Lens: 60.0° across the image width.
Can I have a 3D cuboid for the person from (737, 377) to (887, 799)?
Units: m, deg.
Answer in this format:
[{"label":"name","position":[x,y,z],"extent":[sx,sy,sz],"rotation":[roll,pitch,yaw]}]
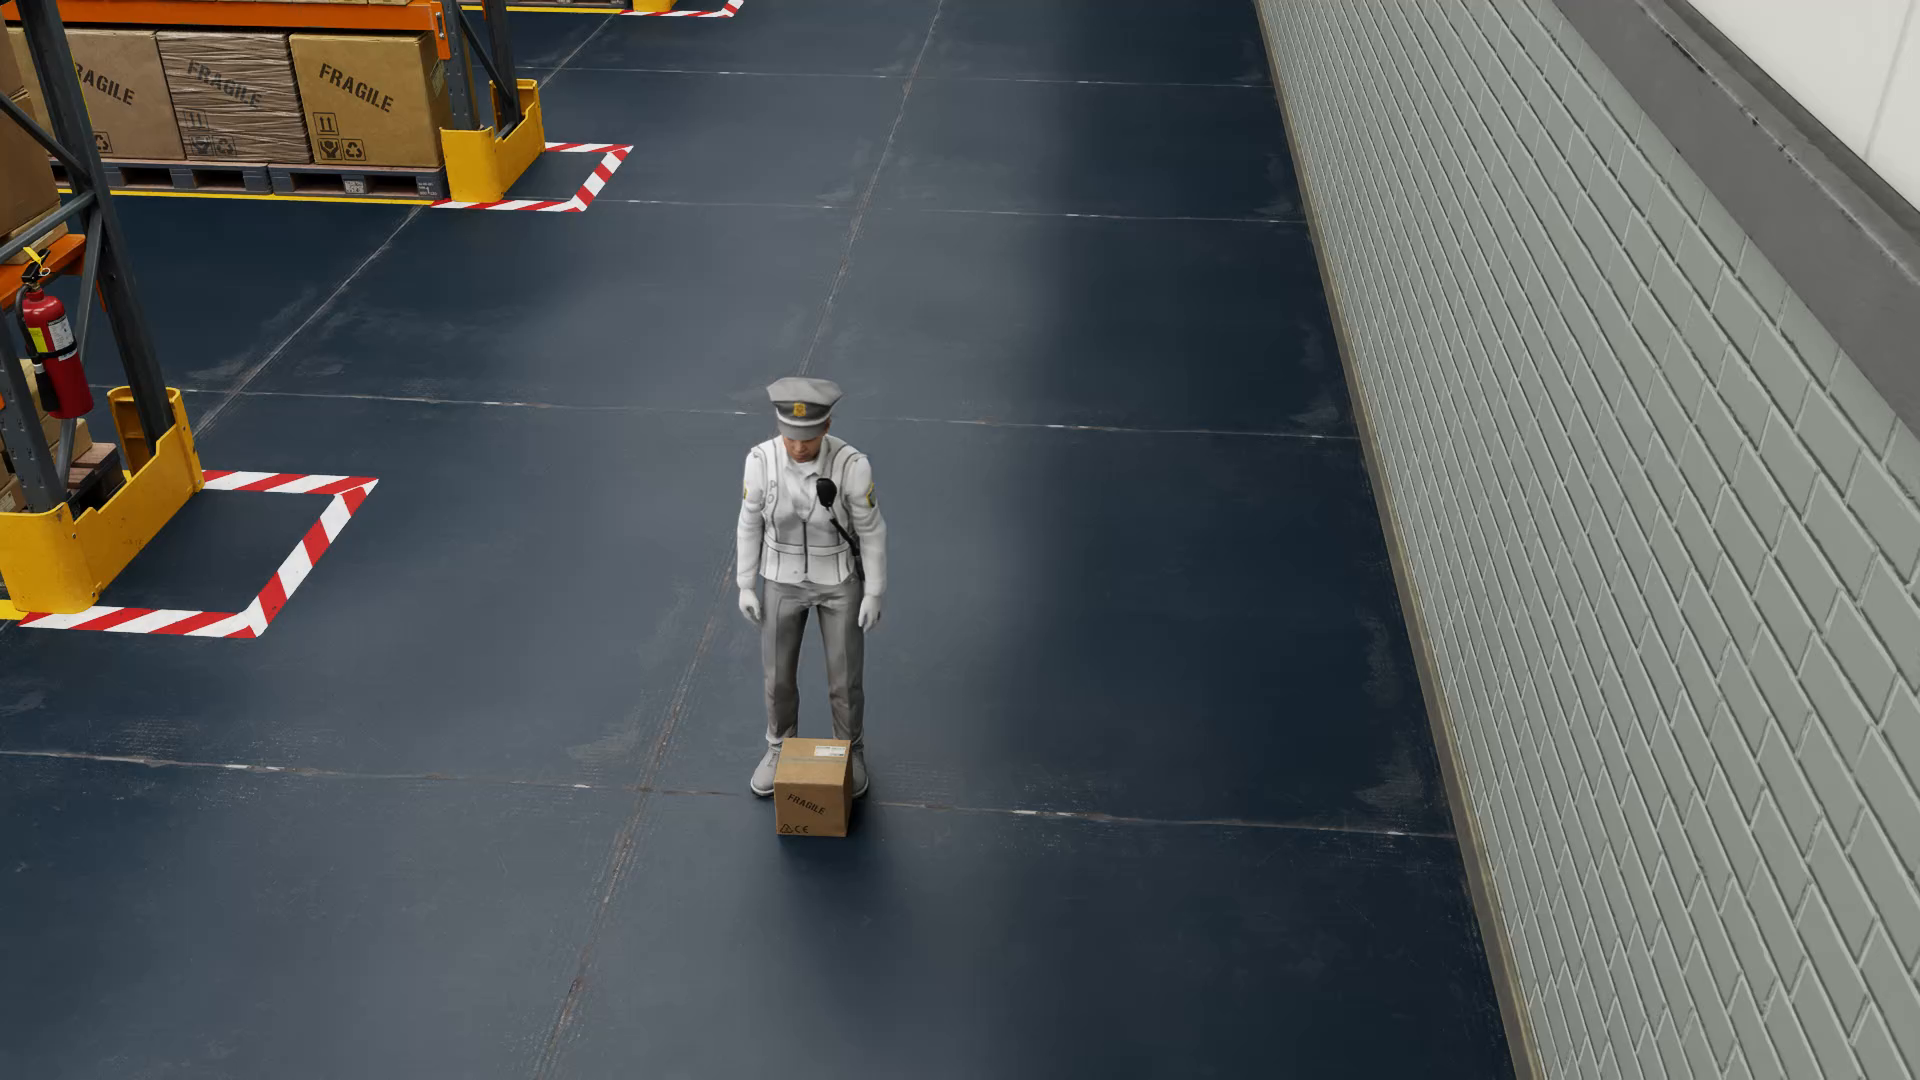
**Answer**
[{"label":"person","position":[-0.519,0.172,5.860],"extent":[0.529,1.663,0.371],"rotation":[3,32,4]}]
